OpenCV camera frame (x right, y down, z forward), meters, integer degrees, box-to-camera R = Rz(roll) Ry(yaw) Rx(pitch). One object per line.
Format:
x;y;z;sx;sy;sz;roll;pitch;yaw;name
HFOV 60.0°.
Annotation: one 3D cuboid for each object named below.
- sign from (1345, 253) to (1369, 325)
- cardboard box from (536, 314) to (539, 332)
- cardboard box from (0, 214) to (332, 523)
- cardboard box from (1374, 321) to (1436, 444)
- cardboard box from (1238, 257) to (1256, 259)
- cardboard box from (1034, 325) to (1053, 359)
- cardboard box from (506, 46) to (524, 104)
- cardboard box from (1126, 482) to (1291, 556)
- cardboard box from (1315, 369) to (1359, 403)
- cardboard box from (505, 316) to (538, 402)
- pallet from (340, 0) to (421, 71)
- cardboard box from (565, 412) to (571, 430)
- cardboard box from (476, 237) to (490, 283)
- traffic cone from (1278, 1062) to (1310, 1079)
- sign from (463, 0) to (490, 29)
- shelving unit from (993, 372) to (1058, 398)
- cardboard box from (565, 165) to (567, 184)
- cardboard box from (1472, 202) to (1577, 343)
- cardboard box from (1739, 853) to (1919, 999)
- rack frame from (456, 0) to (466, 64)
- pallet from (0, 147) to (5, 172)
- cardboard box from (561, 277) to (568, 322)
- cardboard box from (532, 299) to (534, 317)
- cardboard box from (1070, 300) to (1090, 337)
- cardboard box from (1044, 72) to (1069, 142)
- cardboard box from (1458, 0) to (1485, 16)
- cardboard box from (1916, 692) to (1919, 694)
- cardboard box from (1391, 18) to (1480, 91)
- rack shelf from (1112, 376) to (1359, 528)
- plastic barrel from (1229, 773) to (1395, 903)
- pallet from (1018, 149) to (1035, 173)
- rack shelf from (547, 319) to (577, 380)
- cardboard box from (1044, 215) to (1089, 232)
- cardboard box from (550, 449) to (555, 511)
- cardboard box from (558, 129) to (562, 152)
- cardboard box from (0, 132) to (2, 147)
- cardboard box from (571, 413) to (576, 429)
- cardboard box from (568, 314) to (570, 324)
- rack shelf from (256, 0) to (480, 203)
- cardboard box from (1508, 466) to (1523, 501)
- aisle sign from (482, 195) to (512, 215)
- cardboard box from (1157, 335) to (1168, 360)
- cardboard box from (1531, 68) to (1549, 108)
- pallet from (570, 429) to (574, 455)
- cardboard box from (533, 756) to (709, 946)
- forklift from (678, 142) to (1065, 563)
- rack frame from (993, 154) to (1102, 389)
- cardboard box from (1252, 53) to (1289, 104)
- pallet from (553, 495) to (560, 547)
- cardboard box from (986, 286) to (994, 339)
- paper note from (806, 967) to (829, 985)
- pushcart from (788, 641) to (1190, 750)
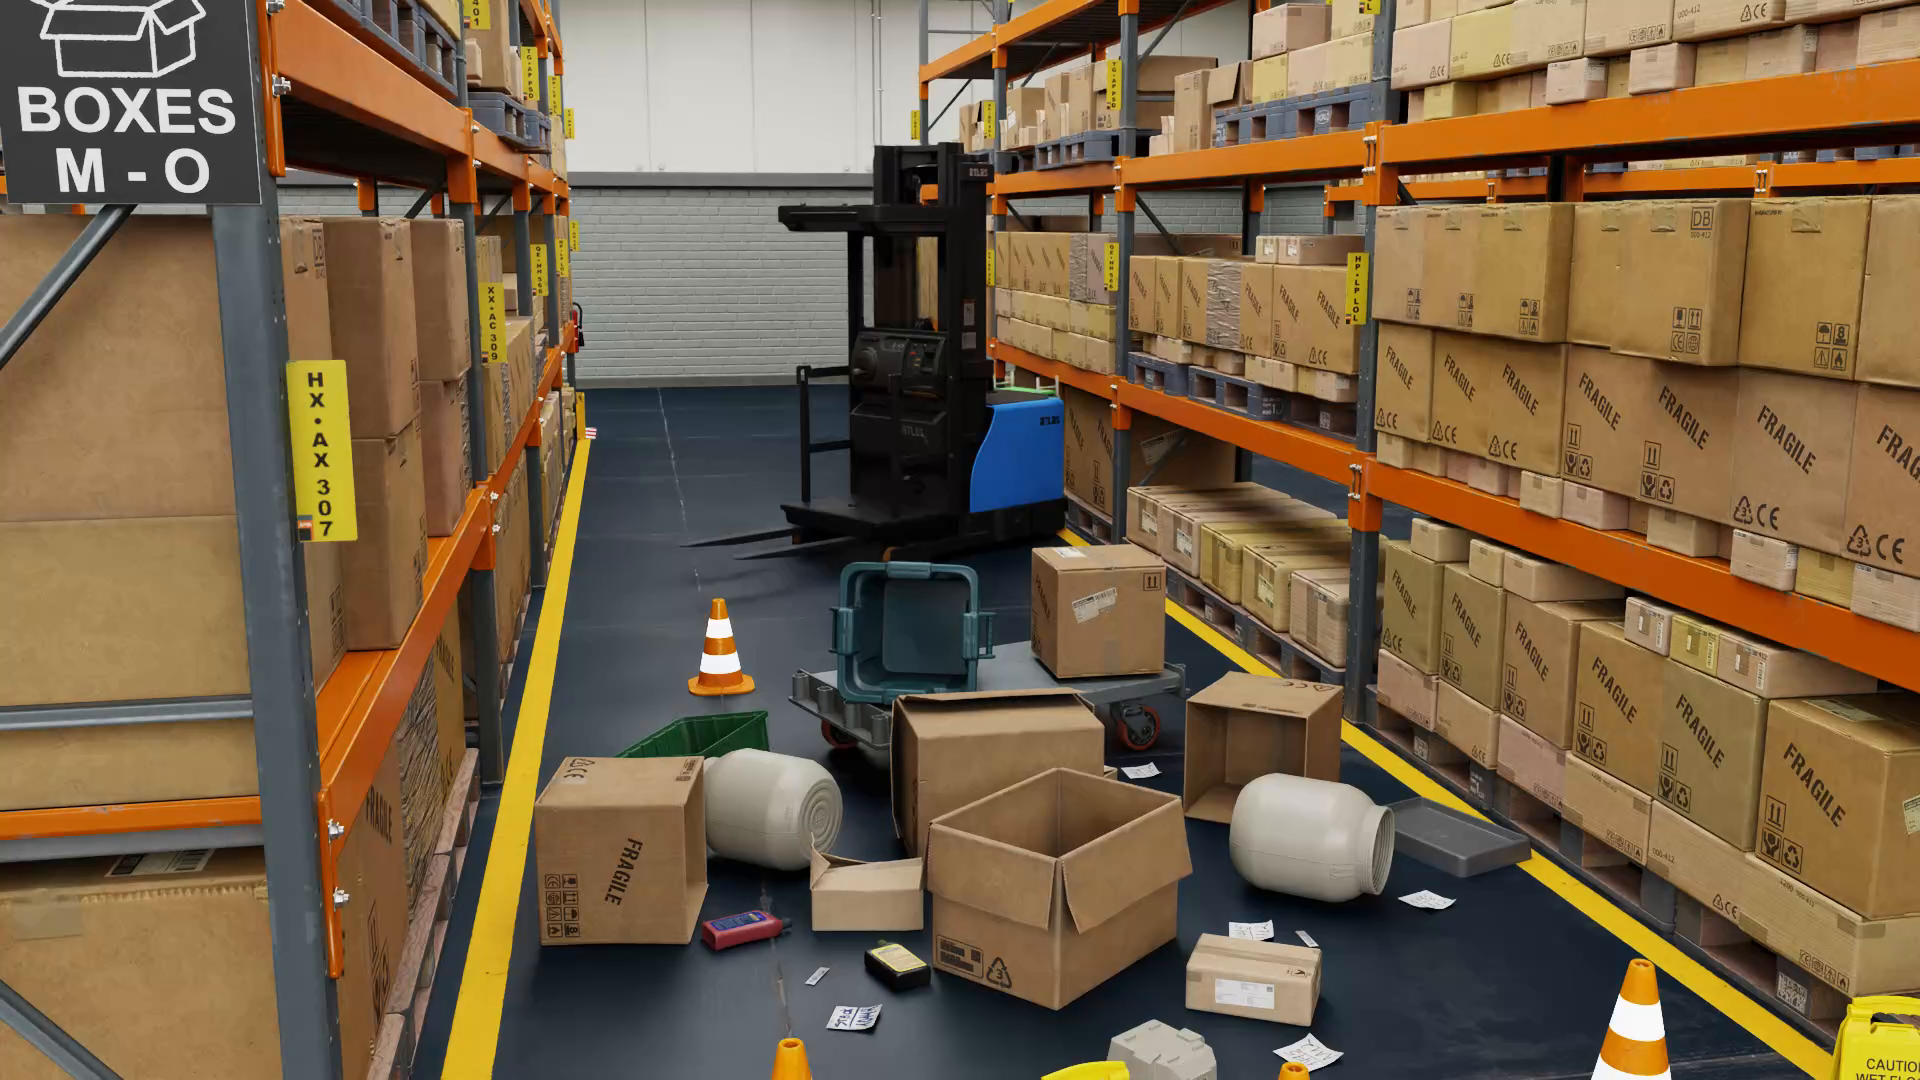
1.826;-1.155;7.647;0.100;0.325;0.005;-2;11;-11;sign
-3.605;-1.754;13.438;0.380;0.149;0.250;-3;11;-14;cardboard box
-1.723;-0.349;3.217;0.875;0.550;0.550;-2;11;-11;cardboard box
2.182;-0.712;7.351;0.500;0.500;0.500;-2;11;-11;cardboard box
2.064;-1.575;10.762;0.500;0.500;0.500;-2;11;-12;cardboard box
0.915;-1.629;13.635;0.500;0.250;0.500;-2;11;-12;cardboard box
-2.747;-2.647;9.406;0.500;0.311;0.500;-2;11;-11;cardboard box
1.692;-0.152;11.379;0.950;0.372;0.625;-3;11;-15;cardboard box
1.999;-0.775;8.292;0.380;0.149;0.250;-2;11;-10;cardboard box
-2.893;-1.119;10.284;0.500;0.500;0.500;-2;11;-11;cardboard box
-2.084;-1.465;4.586;1.003;0.211;1.213;-2;11;-11;pallet
-4.089;-1.188;16.623;0.380;0.149;0.250;-2;11;-10;cardboard box
-2.965;-1.413;9.158;0.700;0.500;0.500;-2;11;-12;cardboard box
0.776;1.443;3.876;0.336;0.463;0.334;-2;11;-11;traffic cone
-1.922;-2.196;6.593;0.100;0.325;0.005;-2;11;-11;sign
0.516;-0.719;13.256;0.258;1.200;0.503;-11;16;-43;shelving unit
-4.452;-3.936;17.731;0.500;0.250;0.500;-2;11;-12;cardboard box
2.391;-1.018;6.283;0.700;0.500;0.500;-2;11;-12;cardboard box
2.722;1.128;4.979;0.500;0.250;0.500;-2;11;-11;cardboard box
-2.466;-3.356;6.261;1.000;3.000;0.127;-2;11;-11;rack frame
-9.290;-3.518;15.372;1.003;0.211;1.213;-2;11;-11;pallet
-4.037;-2.355;15.987;0.500;0.500;0.500;-2;11;-12;cardboard box
-3.450;-1.753;12.637;0.380;0.149;0.250;-2;11;-9;cardboard box
1.145;-1.686;12.598;0.500;0.250;0.500;-2;11;-12;cardboard box
0.964;-3.383;13.033;0.500;0.500;0.500;-2;11;-10;cardboard box
2.232;-2.184;6.666;0.380;0.149;0.250;-2;11;-13;cardboard box
3.257;0.740;5.011;0.500;0.500;0.500;-3;11;-13;cardboard box
2.187;-2.063;7.094;0.500;0.250;0.500;-2;11;-12;cardboard box
1.981;-0.621;9.859;1.077;0.370;4.000;-2;11;-11;rack shelf
1.261;1.068;5.952;0.512;0.421;0.421;6;12;28;plastic barrel
1.040;-3.288;14.437;0.805;0.209;1.217;-3;11;-13;pallet
-4.411;-1.889;16.525;1.077;0.370;4.000;-2;11;-11;rack shelf
1.007;-3.001;15.764;0.380;0.149;0.250;-2;11;-12;cardboard box
-3.337;-0.446;12.579;0.500;0.500;0.500;-2;11;-12;cardboard box
-4.263;-3.992;16.690;0.500;0.250;0.500;-2;11;-10;cardboard box
-9.181;-3.833;15.134;0.700;0.500;0.500;-2;11;-9;cardboard box
-4.344;-1.283;17.917;0.380;0.149;0.250;-2;11;-9;cardboard box
-4.460;-2.437;18.148;0.380;0.149;0.250;-2;11;-11;cardboard box
-2.077;-1.162;4.681;1.077;0.370;4.000;-2;11;-11;rack shelf
2.394;-0.228;6.544;0.380;0.149;0.250;-2;11;-11;cardboard box
-5.109;-3.889;18.155;0.394;0.787;0.004;-2;11;-11;aisle sign
1.502;-1.253;10.804;0.380;0.149;0.250;-3;11;-15;cardboard box
2.393;-1.703;6.272;0.380;0.149;0.250;-2;11;-13;cardboard box
-4.662;-1.076;17.783;1.003;0.211;1.213;-2;11;-11;pallet
-1.158;1.065;5.755;0.500;0.500;0.500;0;11;-1;cardboard box
-0.601;-1.338;11.887;3.031;2.935;1.130;-10;15;-43;forklift
0.814;-2.075;15.574;1.000;3.000;0.127;-2;11;-11;rack frame
1.922;-2.502;9.074;0.500;0.250;0.500;-2;11;-10;cardboard box
-3.629;-0.139;12.863;1.003;0.211;1.213;-2;11;-11;pallet
0.473;-2.199;15.962;0.500;0.500;0.500;-2;11;-10;cardboard box
-0.457;1.397;5.330;0.032;0.001;0.123;4;11;18;paper note
0.143;0.773;7.626;1.648;0.377;0.936;-6;13;-31;pushcart
